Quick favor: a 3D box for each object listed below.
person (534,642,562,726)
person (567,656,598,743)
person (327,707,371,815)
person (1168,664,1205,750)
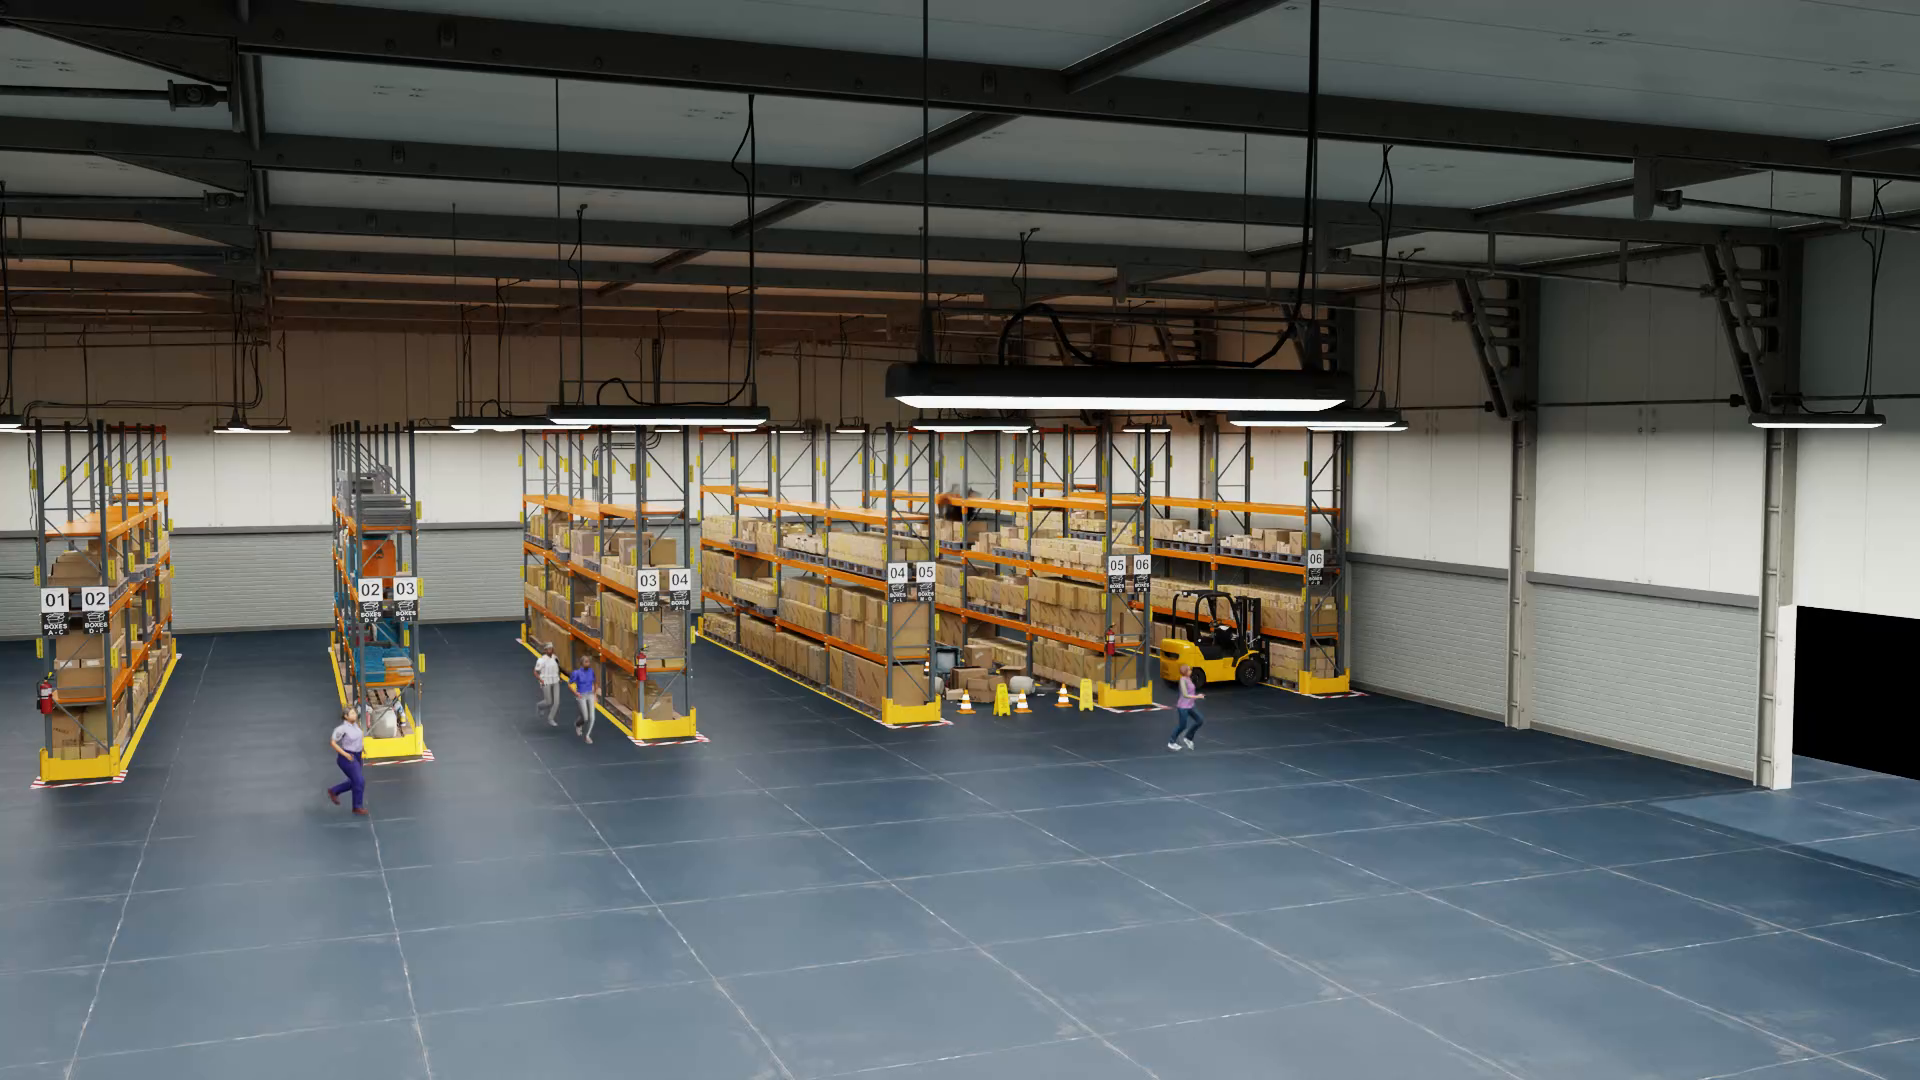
[{"bbox_3d":[-8.181,2.838,33.068,0.582,1.665,0.578,-3,5,-41],"label":"person"},{"bbox_3d":[-7.050,2.984,31.167,0.609,1.633,0.523,-3,5,-38],"label":"person"},{"bbox_3d":[-9.311,3.346,25.250,0.742,1.618,0.618,0,4,7],"label":"person"},{"bbox_3d":[4.121,3.032,30.141,0.698,1.576,0.506,2,4,30],"label":"person"}]
